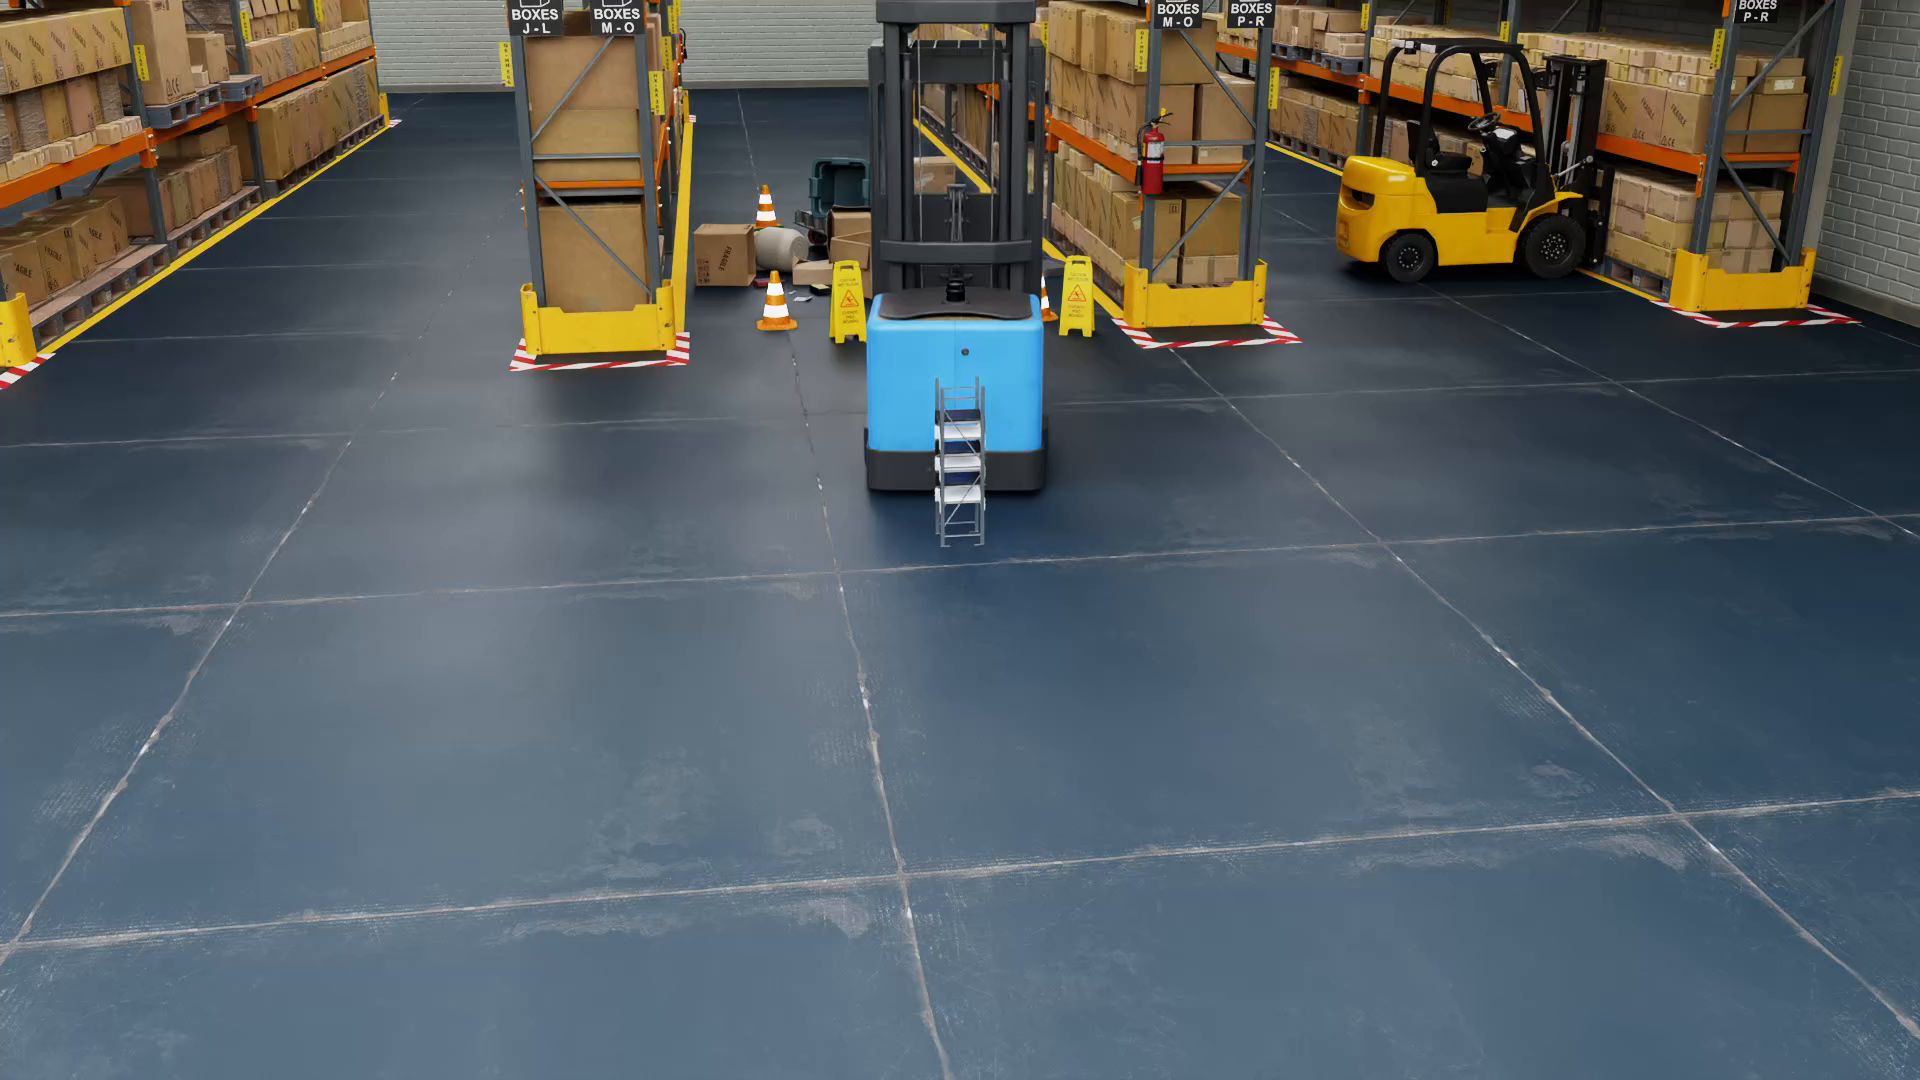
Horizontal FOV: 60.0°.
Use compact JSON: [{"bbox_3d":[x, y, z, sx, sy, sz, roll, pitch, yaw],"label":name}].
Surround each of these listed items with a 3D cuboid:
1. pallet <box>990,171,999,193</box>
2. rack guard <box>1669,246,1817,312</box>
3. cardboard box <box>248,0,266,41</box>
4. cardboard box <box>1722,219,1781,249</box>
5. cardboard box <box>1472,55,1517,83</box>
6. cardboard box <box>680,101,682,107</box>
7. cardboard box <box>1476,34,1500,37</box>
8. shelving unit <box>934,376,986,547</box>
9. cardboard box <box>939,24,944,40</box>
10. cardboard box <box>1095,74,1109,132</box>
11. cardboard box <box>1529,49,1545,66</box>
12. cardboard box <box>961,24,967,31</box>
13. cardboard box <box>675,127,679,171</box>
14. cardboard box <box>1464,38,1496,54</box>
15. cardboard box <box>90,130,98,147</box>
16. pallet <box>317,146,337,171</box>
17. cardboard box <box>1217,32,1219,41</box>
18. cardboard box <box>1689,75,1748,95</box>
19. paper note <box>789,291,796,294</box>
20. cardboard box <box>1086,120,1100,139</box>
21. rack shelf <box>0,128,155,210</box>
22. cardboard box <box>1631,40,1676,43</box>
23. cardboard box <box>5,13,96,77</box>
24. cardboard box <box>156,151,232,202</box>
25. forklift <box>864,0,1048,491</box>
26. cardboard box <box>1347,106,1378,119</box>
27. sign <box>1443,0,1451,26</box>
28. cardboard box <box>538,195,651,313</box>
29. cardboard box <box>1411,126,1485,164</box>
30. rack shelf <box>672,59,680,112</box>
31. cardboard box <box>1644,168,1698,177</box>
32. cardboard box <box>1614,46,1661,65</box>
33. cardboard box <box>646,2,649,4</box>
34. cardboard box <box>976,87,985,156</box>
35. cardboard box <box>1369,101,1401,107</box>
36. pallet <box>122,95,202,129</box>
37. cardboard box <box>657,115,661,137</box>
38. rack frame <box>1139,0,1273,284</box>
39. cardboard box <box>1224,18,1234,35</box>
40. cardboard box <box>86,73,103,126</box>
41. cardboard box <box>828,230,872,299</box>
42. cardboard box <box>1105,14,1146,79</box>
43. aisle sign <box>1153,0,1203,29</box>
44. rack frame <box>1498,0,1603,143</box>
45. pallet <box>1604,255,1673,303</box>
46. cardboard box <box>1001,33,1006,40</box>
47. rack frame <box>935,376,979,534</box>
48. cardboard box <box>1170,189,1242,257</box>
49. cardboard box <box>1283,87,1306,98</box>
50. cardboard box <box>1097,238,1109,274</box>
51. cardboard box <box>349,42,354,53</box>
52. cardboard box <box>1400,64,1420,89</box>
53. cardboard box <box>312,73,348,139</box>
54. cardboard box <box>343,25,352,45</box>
[{"bbox_3d":[0.963,-4.440,20.803,1.003,0.211,1.213,-3,21,-8],"label":"pallet"},{"bbox_3d":[6.920,-2.320,14.712,1.175,0.500,0.348,-3,21,-8],"label":"rack guard"},{"bbox_3d":[-9.135,-6.514,20.793,0.797,0.503,0.637,-2,21,-6],"label":"cardboard box"},{"bbox_3d":[7.054,-2.815,15.081,0.500,0.250,0.500,-3,21,-7],"label":"cardboard box"},{"bbox_3d":[6.016,-5.205,18.365,0.500,0.250,0.500,-3,21,-9],"label":"cardboard box"},{"bbox_3d":[-4.662,-6.976,26.656,0.380,0.149,0.250,-3,21,-7],"label":"cardboard box"},{"bbox_3d":[6.328,-5.897,19.649,0.380,0.149,0.250,-3,21,-7],"label":"cardboard box"},{"bbox_3d":[-0.001,-0.424,9.066,0.258,0.900,0.210,-3,21,-8],"label":"shelving unit"},{"bbox_3d":[-0.044,-7.597,25.126,0.500,0.500,0.500,-3,21,-7],"label":"cardboard box"},{"bbox_3d":[1.518,-3.955,14.949,0.500,0.500,0.500,-3,21,-8],"label":"cardboard box"},{"bbox_3d":[6.164,-5.021,17.303,0.380,0.149,0.250,-2,21,-6],"label":"cardboard box"},{"bbox_3d":[0.306,-7.223,22.697,0.500,0.500,0.500,-3,21,-9],"label":"cardboard box"},{"bbox_3d":[-3.881,-5.016,21.332,0.500,0.500,0.500,-4,21,-10],"label":"cardboard box"},{"bbox_3d":[5.863,-5.602,18.858,0.380,0.149,0.250,-4,21,-9],"label":"cardboard box"},{"bbox_3d":[-8.001,-3.604,14.939,0.380,0.149,0.250,-3,21,-8],"label":"cardboard box"},{"bbox_3d":[-9.345,-5.333,23.192,1.003,0.211,1.213,-3,21,-8],"label":"pallet"},{"bbox_3d":[4.516,-8.528,28.121,0.380,0.149,0.250,-2,21,-6],"label":"cardboard box"},{"bbox_3d":[6.589,-3.956,14.450,0.380,0.149,0.250,-3,21,-7],"label":"cardboard box"},{"bbox_3d":[-1.541,-2.281,15.310,0.032,0.001,0.123,8,22,20],"label":"paper note"},{"bbox_3d":[1.396,-3.860,15.623,0.380,0.149,0.250,-3,21,-8],"label":"cardboard box"},{"bbox_3d":[-8.090,-3.103,14.265,1.077,0.370,4.000,-3,21,-8],"label":"rack shelf"},{"bbox_3d":[6.838,-4.834,16.376,0.380,0.149,0.250,-3,21,-8],"label":"cardboard box"},{"bbox_3d":[-7.896,-4.299,14.442,0.500,0.500,0.500,-3,21,-8],"label":"cardboard box"},{"bbox_3d":[-8.746,-4.130,18.931,0.700,0.500,0.500,-5,21,-12],"label":"cardboard box"},{"bbox_3d":[-0.017,-2.127,10.723,1.130,2.935,3.031,0,20,0],"label":"forklift"},{"bbox_3d":[5.441,-5.757,22.387,0.380,0.149,0.250,-4,21,-10],"label":"cardboard box"},{"bbox_3d":[6.312,-6.840,21.589,0.100,0.325,0.005,-3,21,-8],"label":"sign"},{"bbox_3d":[-3.042,-2.396,13.779,0.875,0.875,0.875,-3,21,-7],"label":"cardboard box"},{"bbox_3d":[6.039,-4.678,20.247,0.875,0.625,0.625,-4,21,-10],"label":"cardboard box"},{"bbox_3d":[-4.320,-6.088,22.257,1.077,0.370,4.000,-3,21,-8],"label":"rack shelf"},{"bbox_3d":[6.897,-3.398,15.929,0.500,0.250,0.500,-3,21,-8],"label":"cardboard box"},{"bbox_3d":[6.373,-4.539,15.587,0.380,0.149,0.250,-3,21,-7],"label":"cardboard box"},{"bbox_3d":[-3.977,-6.092,19.668,0.700,0.500,0.500,-3,21,-8],"label":"cardboard box"},{"bbox_3d":[0.710,-5.771,22.817,0.875,0.875,0.875,-3,21,-7],"label":"cardboard box"},{"bbox_3d":[5.870,-5.970,22.959,0.380,0.149,0.250,-3,21,-7],"label":"cardboard box"},{"bbox_3d":[-8.344,-4.315,16.755,1.003,0.211,1.213,-3,21,-8],"label":"pallet"},{"bbox_3d":[-3.289,-4.101,15.696,0.875,0.550,0.550,-3,21,-8],"label":"cardboard box"},{"bbox_3d":[2.005,-3.247,13.624,1.000,3.000,0.127,-3,21,-8],"label":"rack frame"},{"bbox_3d":[4.653,-8.411,27.239,0.500,0.250,0.500,-3,21,-9],"label":"cardboard box"},{"bbox_3d":[-8.337,-3.985,15.030,0.875,0.500,0.500,-3,21,-8],"label":"cardboard box"},{"bbox_3d":[-0.753,-2.558,15.347,0.637,0.503,0.797,17,27,39],"label":"cardboard box"},{"bbox_3d":[1.650,-4.243,14.293,0.700,0.500,0.500,-3,21,-7],"label":"cardboard box"},{"bbox_3d":[1.727,-4.429,13.072,0.394,0.787,0.004,-3,21,-8],"label":"aisle sign"},{"bbox_3d":[6.340,-4.884,18.005,1.000,3.000,0.127,-3,21,-8],"label":"rack frame"},{"bbox_3d":[6.765,-2.455,15.488,1.003,0.211,1.213,-3,21,-8],"label":"pallet"},{"bbox_3d":[0.770,-6.053,19.966,0.500,0.500,0.500,-2,21,-5],"label":"cardboard box"},{"bbox_3d":[-0.016,-0.460,9.160,0.240,0.900,0.006,-3,21,-8],"label":"rack frame"},{"bbox_3d":[2.159,-2.809,14.707,0.500,0.500,0.500,-4,21,-10],"label":"cardboard box"},{"bbox_3d":[5.092,-6.754,25.057,0.380,0.149,0.250,-3,21,-9],"label":"cardboard box"},{"bbox_3d":[1.556,-2.602,15.225,0.500,0.250,0.500,-3,21,-8],"label":"cardboard box"},{"bbox_3d":[-9.510,-7.534,25.459,0.380,0.149,0.250,-3,21,-7],"label":"cardboard box"},{"bbox_3d":[5.734,-5.680,20.352,0.500,0.250,0.500,-4,21,-10],"label":"cardboard box"},{"bbox_3d":[-9.547,-6.336,24.330,0.875,0.875,0.875,-3,21,-8],"label":"cardboard box"},{"bbox_3d":[-9.550,-7.670,25.254,0.500,0.250,0.500,-3,21,-8],"label":"cardboard box"}]
